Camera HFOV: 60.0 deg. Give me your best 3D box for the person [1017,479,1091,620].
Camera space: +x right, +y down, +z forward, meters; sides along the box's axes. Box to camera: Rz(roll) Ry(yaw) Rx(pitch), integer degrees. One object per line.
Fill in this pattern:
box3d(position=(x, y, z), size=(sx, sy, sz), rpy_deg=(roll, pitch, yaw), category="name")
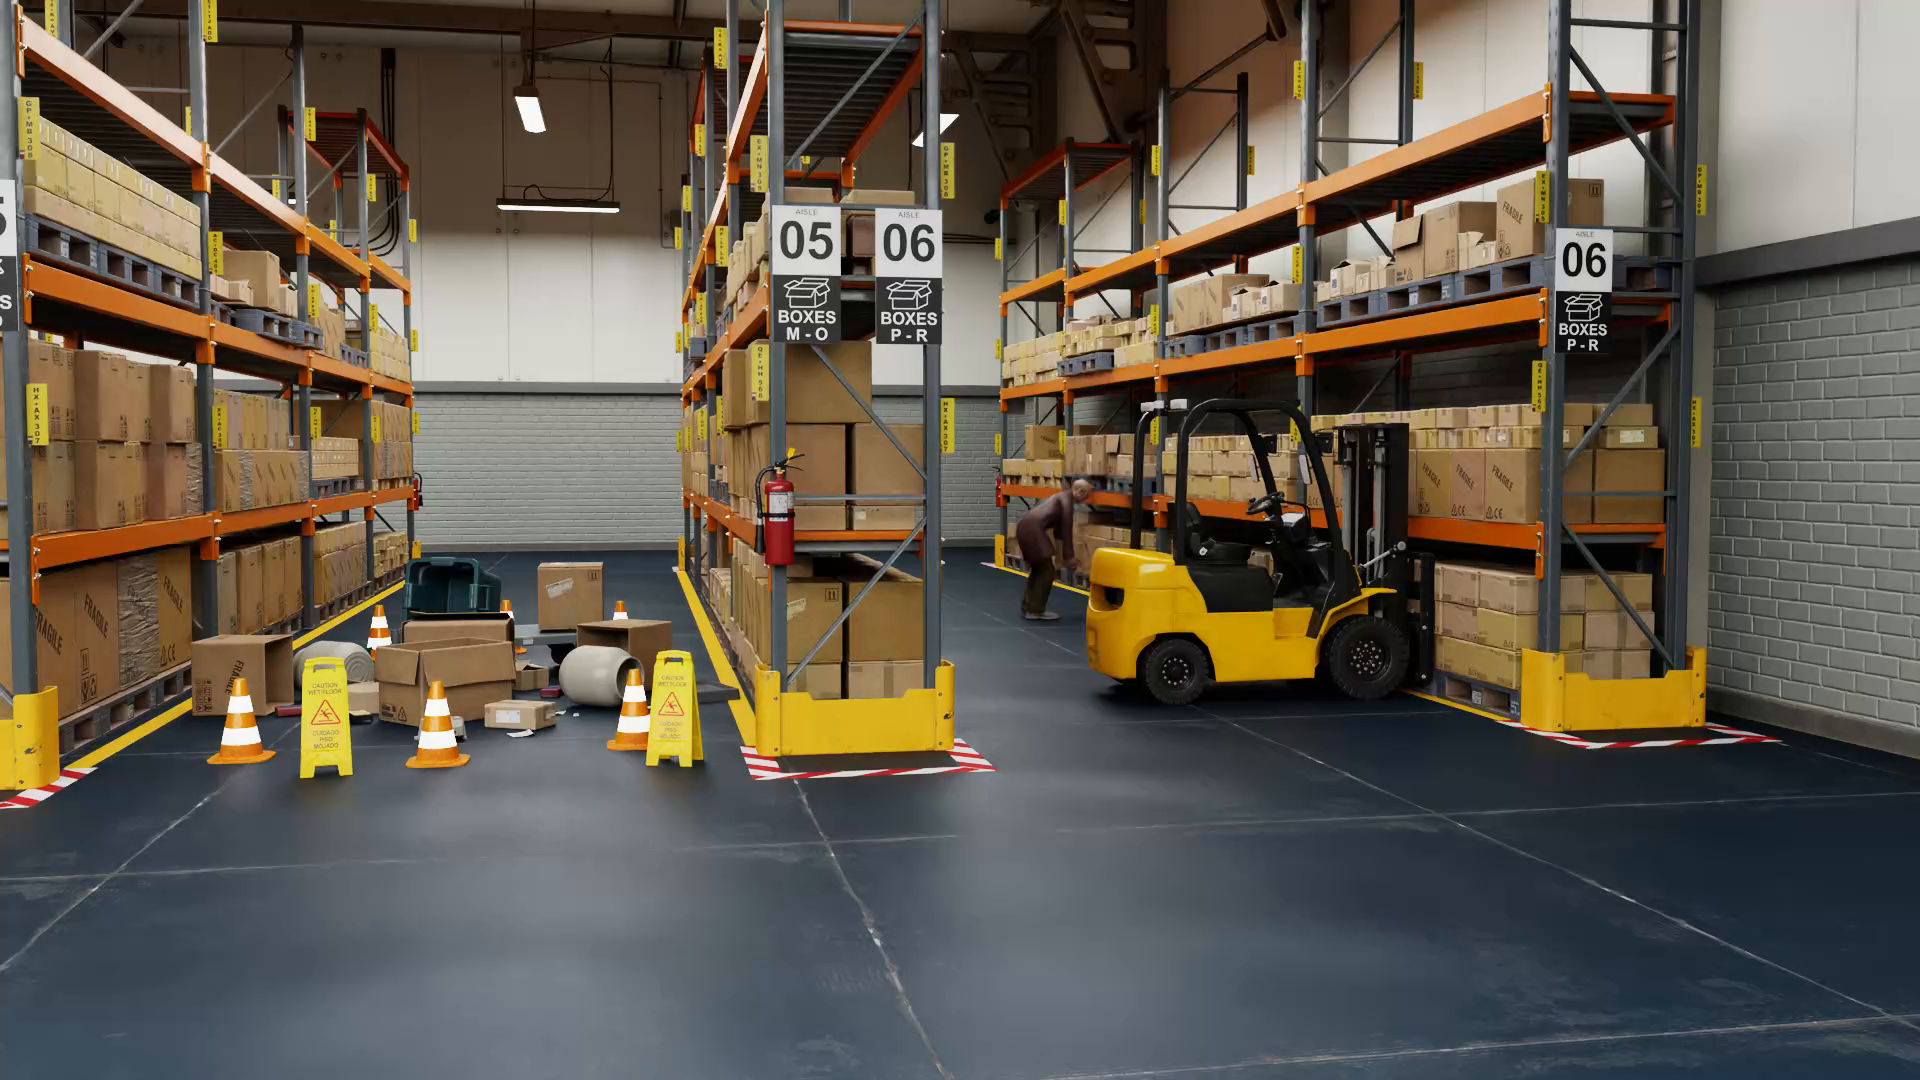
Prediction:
box3d(position=(1.022, 0.096, 17.934), size=(0.815, 1.507, 0.549), rpy_deg=(-1, 3, -13), category="person")
